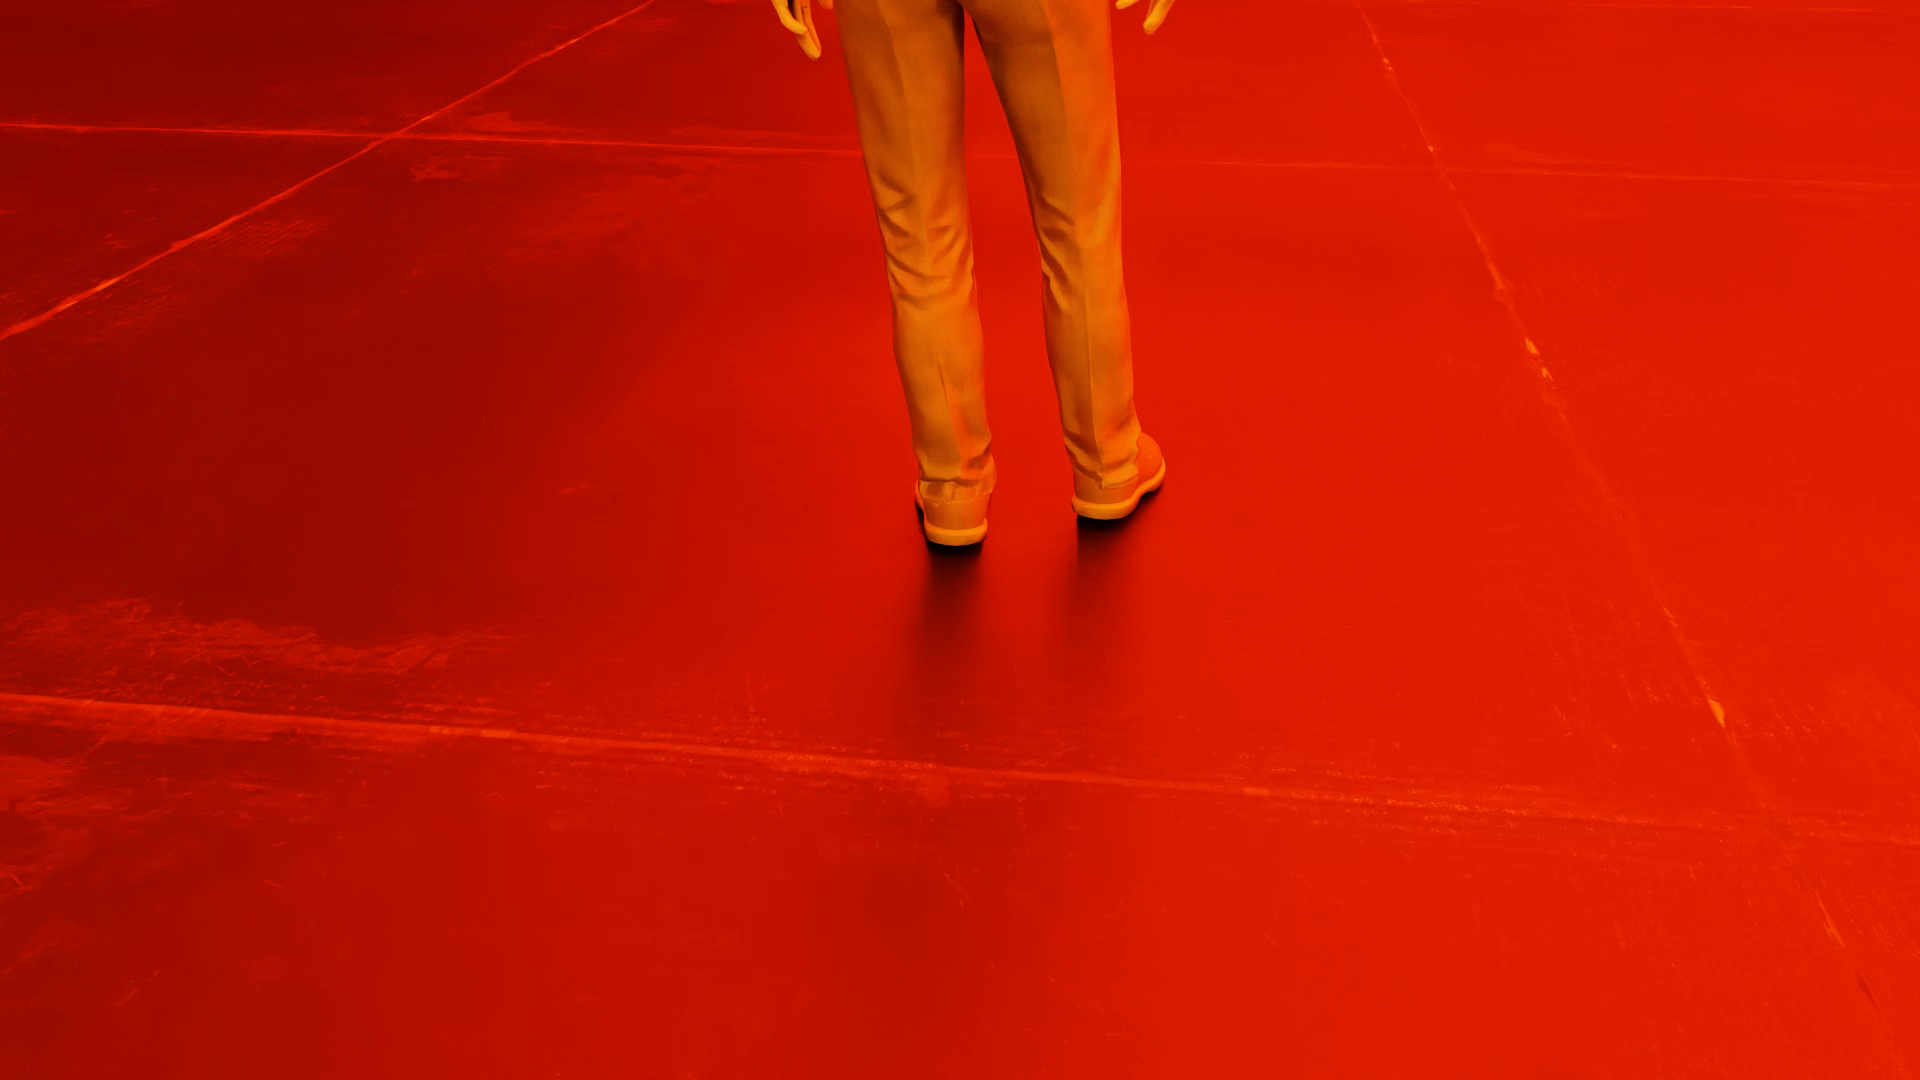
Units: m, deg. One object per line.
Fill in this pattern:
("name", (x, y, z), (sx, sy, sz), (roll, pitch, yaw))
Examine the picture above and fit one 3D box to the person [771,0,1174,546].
("person", (0.016, -0.795, 2.179), (0.586, 1.694, 0.530), (3, 27, 7))
